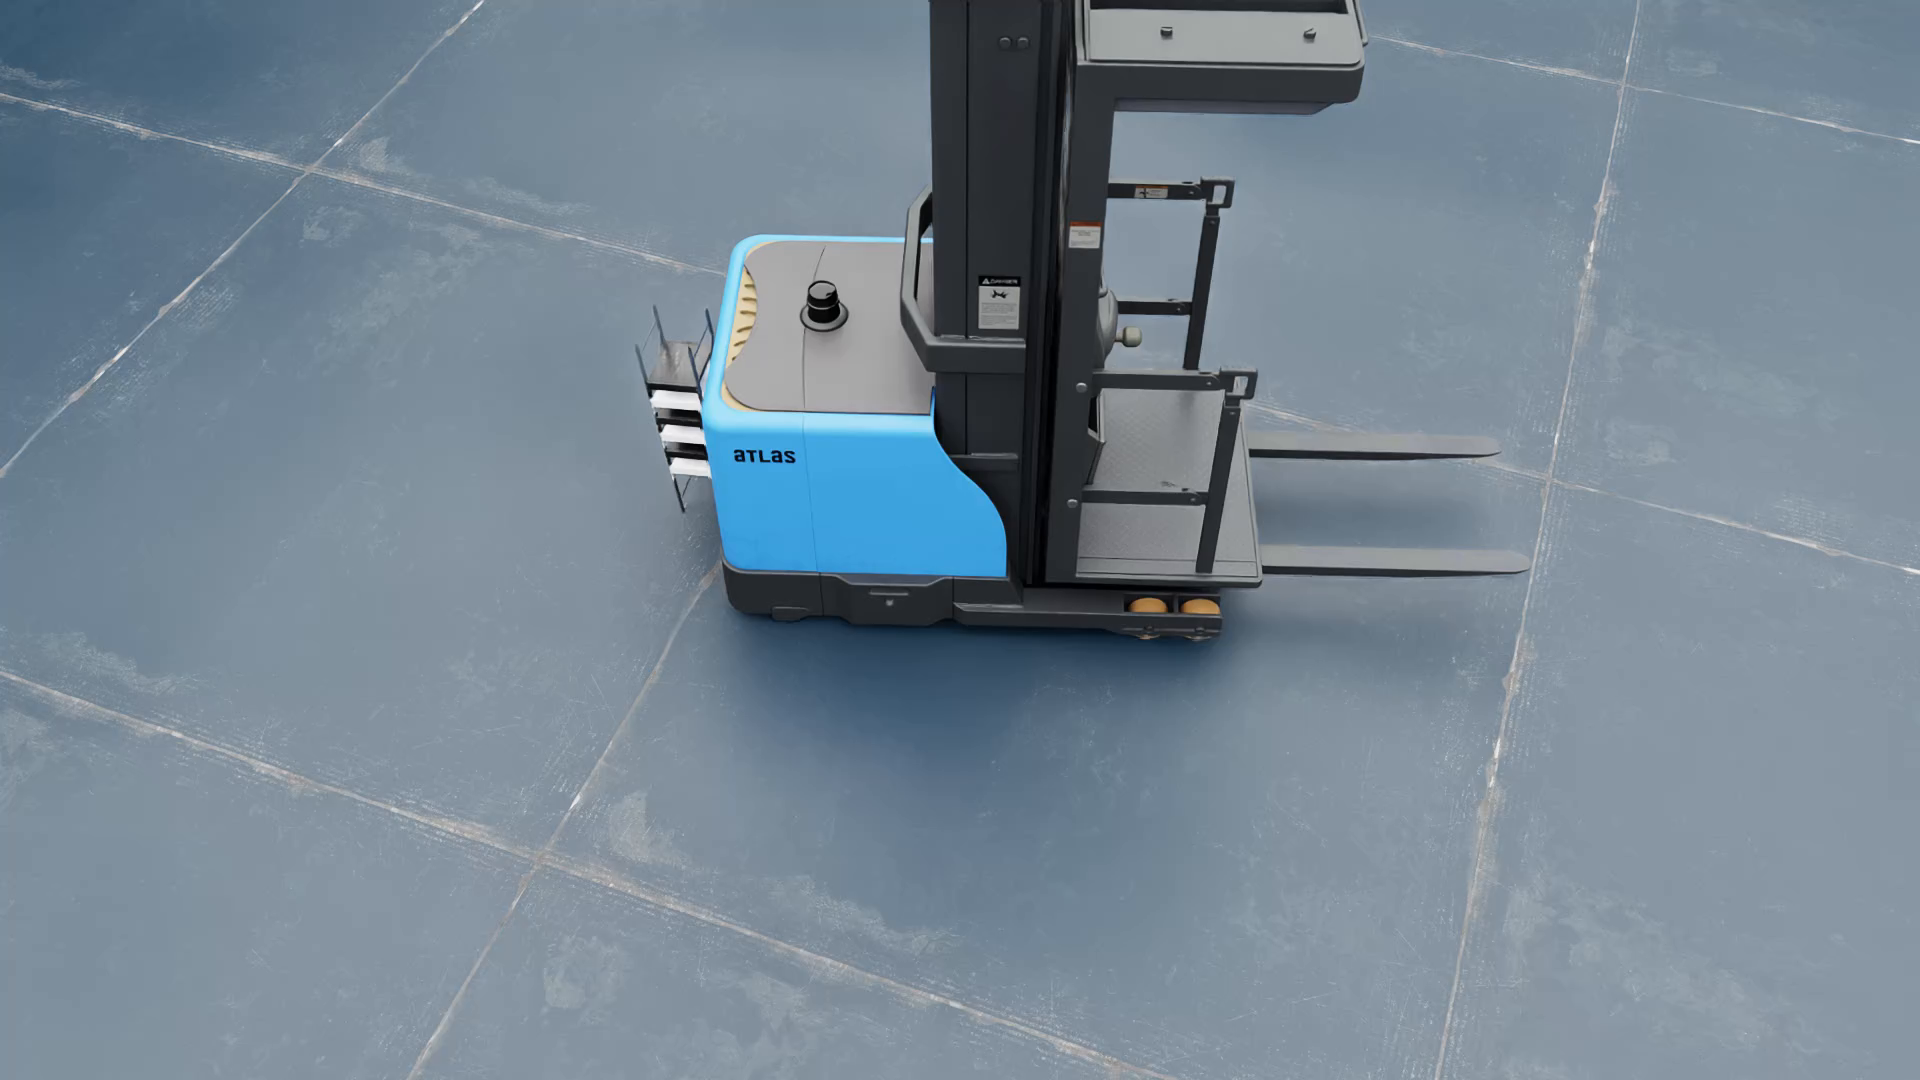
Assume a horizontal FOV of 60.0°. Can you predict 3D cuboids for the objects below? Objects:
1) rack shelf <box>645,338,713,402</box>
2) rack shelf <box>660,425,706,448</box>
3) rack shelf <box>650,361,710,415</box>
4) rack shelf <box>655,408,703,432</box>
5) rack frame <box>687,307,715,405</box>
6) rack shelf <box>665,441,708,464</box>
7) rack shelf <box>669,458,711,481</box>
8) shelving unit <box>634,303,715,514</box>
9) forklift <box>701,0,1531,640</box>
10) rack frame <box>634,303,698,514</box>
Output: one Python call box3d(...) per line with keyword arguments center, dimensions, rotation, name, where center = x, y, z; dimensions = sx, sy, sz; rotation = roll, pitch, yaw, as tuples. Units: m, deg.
box3d(center=(-1.045, -0.641, 6.256), dimensions=(0.200, 0.077, 0.258), rotation=(5, 49, 10), name="rack shelf")
box3d(center=(-1.026, -0.462, 6.457), dimensions=(0.200, 0.077, 0.258), rotation=(5, 49, 10), name="rack shelf")
box3d(center=(-1.039, -0.581, 6.323), dimensions=(0.200, 0.077, 0.258), rotation=(5, 49, 10), name="rack shelf")
box3d(center=(-1.032, -0.522, 6.390), dimensions=(0.200, 0.077, 0.258), rotation=(5, 49, 10), name="rack shelf")
box3d(center=(-0.929, -0.475, 6.415), dimensions=(0.006, 0.900, 0.240), rotation=(5, 49, 10), name="rack frame")
box3d(center=(-1.020, -0.402, 6.524), dimensions=(0.200, 0.077, 0.258), rotation=(5, 49, 10), name="rack shelf")
box3d(center=(-1.014, -0.343, 6.591), dimensions=(0.200, 0.077, 0.258), rotation=(5, 49, 10), name="rack shelf")
box3d(center=(-1.029, -0.484, 6.432), dimensions=(0.210, 0.900, 0.258), rotation=(5, 49, 10), name="shelving unit")
box3d(center=(0.638, -0.995, 5.540), dimensions=(3.031, 2.935, 1.130), rotation=(1, 49, 1), name="forklift")
box3d(center=(-1.128, -0.494, 6.450), dimensions=(0.006, 0.900, 0.240), rotation=(5, 49, 10), name="rack frame")
